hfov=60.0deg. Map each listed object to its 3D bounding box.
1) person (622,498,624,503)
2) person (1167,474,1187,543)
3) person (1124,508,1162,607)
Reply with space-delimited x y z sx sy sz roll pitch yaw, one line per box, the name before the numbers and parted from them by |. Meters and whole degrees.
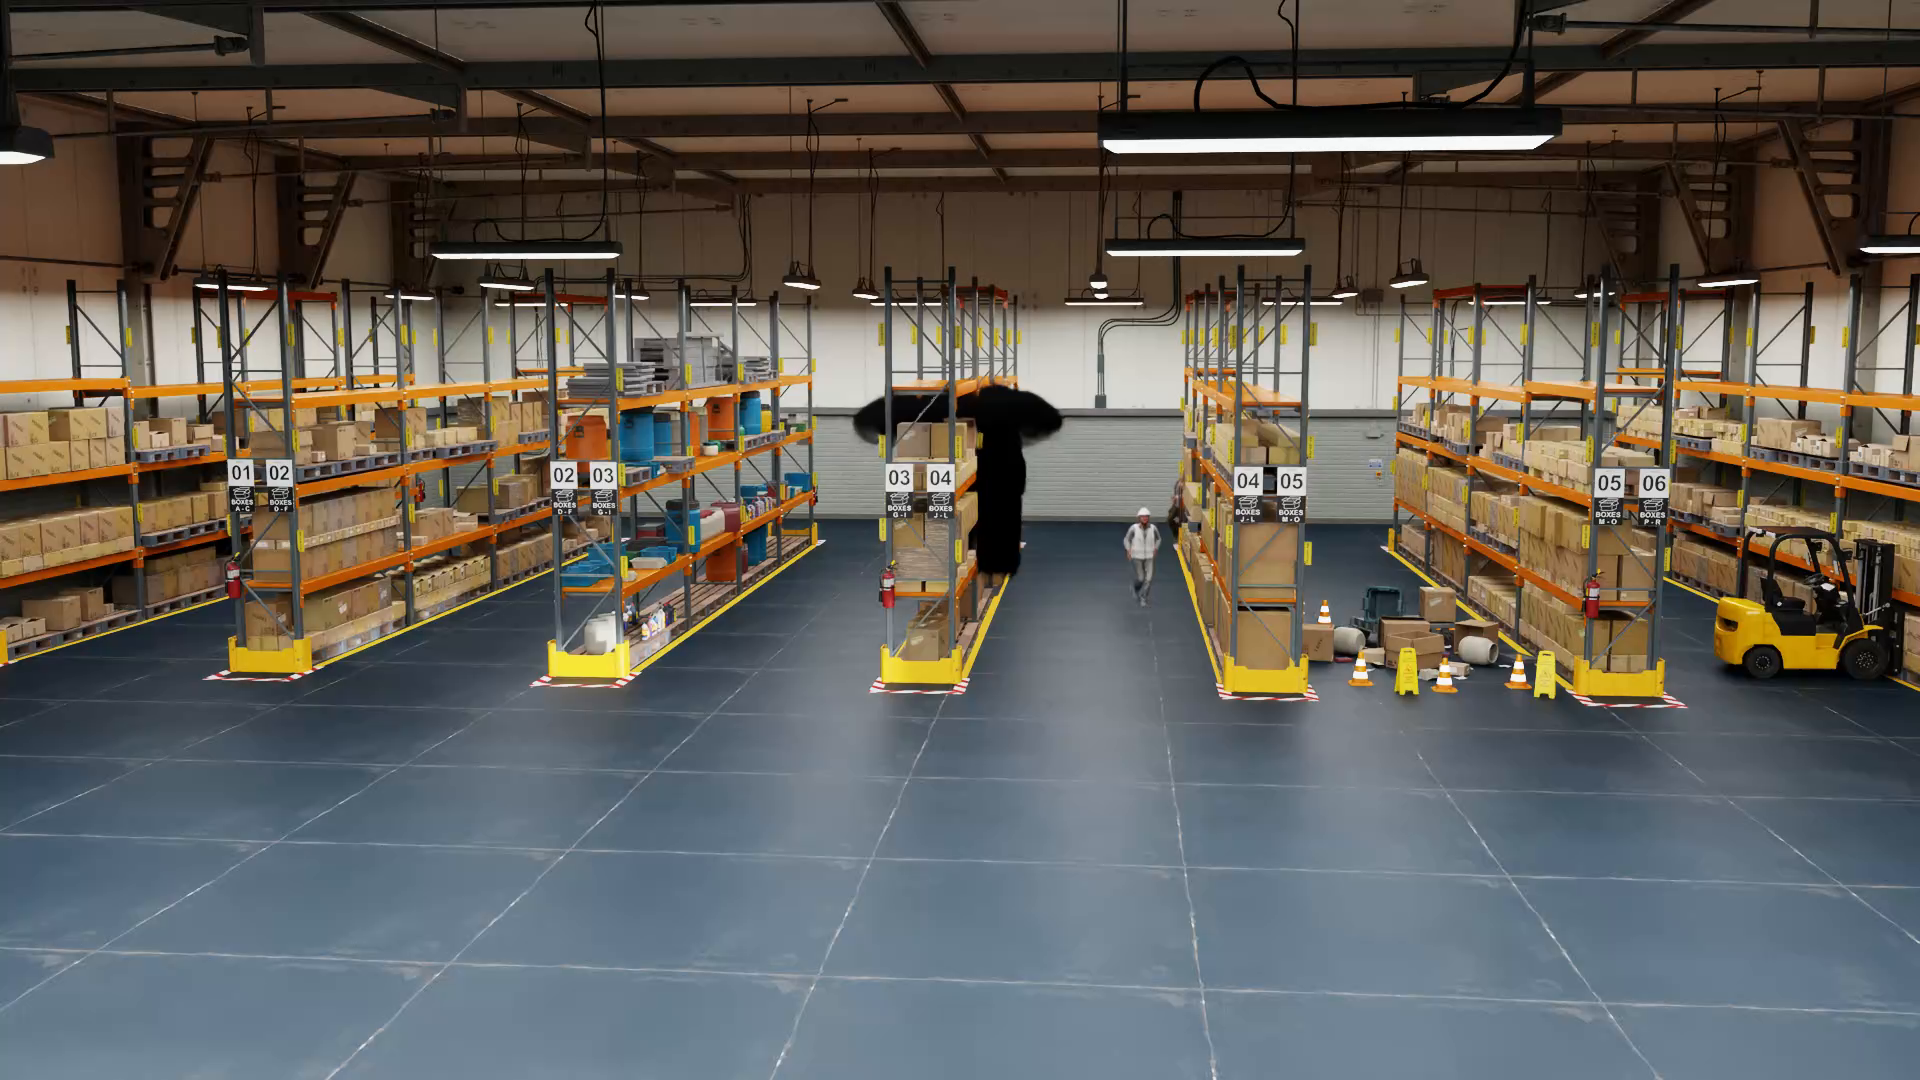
person | -8.830 -0.955 42.321 0.718 1.675 0.531 -4 8 -32
person | 5.421 -0.783 40.634 0.737 1.825 0.699 -6 9 -39
person | 3.240 0.297 29.428 0.669 1.742 0.546 -1 7 -7
